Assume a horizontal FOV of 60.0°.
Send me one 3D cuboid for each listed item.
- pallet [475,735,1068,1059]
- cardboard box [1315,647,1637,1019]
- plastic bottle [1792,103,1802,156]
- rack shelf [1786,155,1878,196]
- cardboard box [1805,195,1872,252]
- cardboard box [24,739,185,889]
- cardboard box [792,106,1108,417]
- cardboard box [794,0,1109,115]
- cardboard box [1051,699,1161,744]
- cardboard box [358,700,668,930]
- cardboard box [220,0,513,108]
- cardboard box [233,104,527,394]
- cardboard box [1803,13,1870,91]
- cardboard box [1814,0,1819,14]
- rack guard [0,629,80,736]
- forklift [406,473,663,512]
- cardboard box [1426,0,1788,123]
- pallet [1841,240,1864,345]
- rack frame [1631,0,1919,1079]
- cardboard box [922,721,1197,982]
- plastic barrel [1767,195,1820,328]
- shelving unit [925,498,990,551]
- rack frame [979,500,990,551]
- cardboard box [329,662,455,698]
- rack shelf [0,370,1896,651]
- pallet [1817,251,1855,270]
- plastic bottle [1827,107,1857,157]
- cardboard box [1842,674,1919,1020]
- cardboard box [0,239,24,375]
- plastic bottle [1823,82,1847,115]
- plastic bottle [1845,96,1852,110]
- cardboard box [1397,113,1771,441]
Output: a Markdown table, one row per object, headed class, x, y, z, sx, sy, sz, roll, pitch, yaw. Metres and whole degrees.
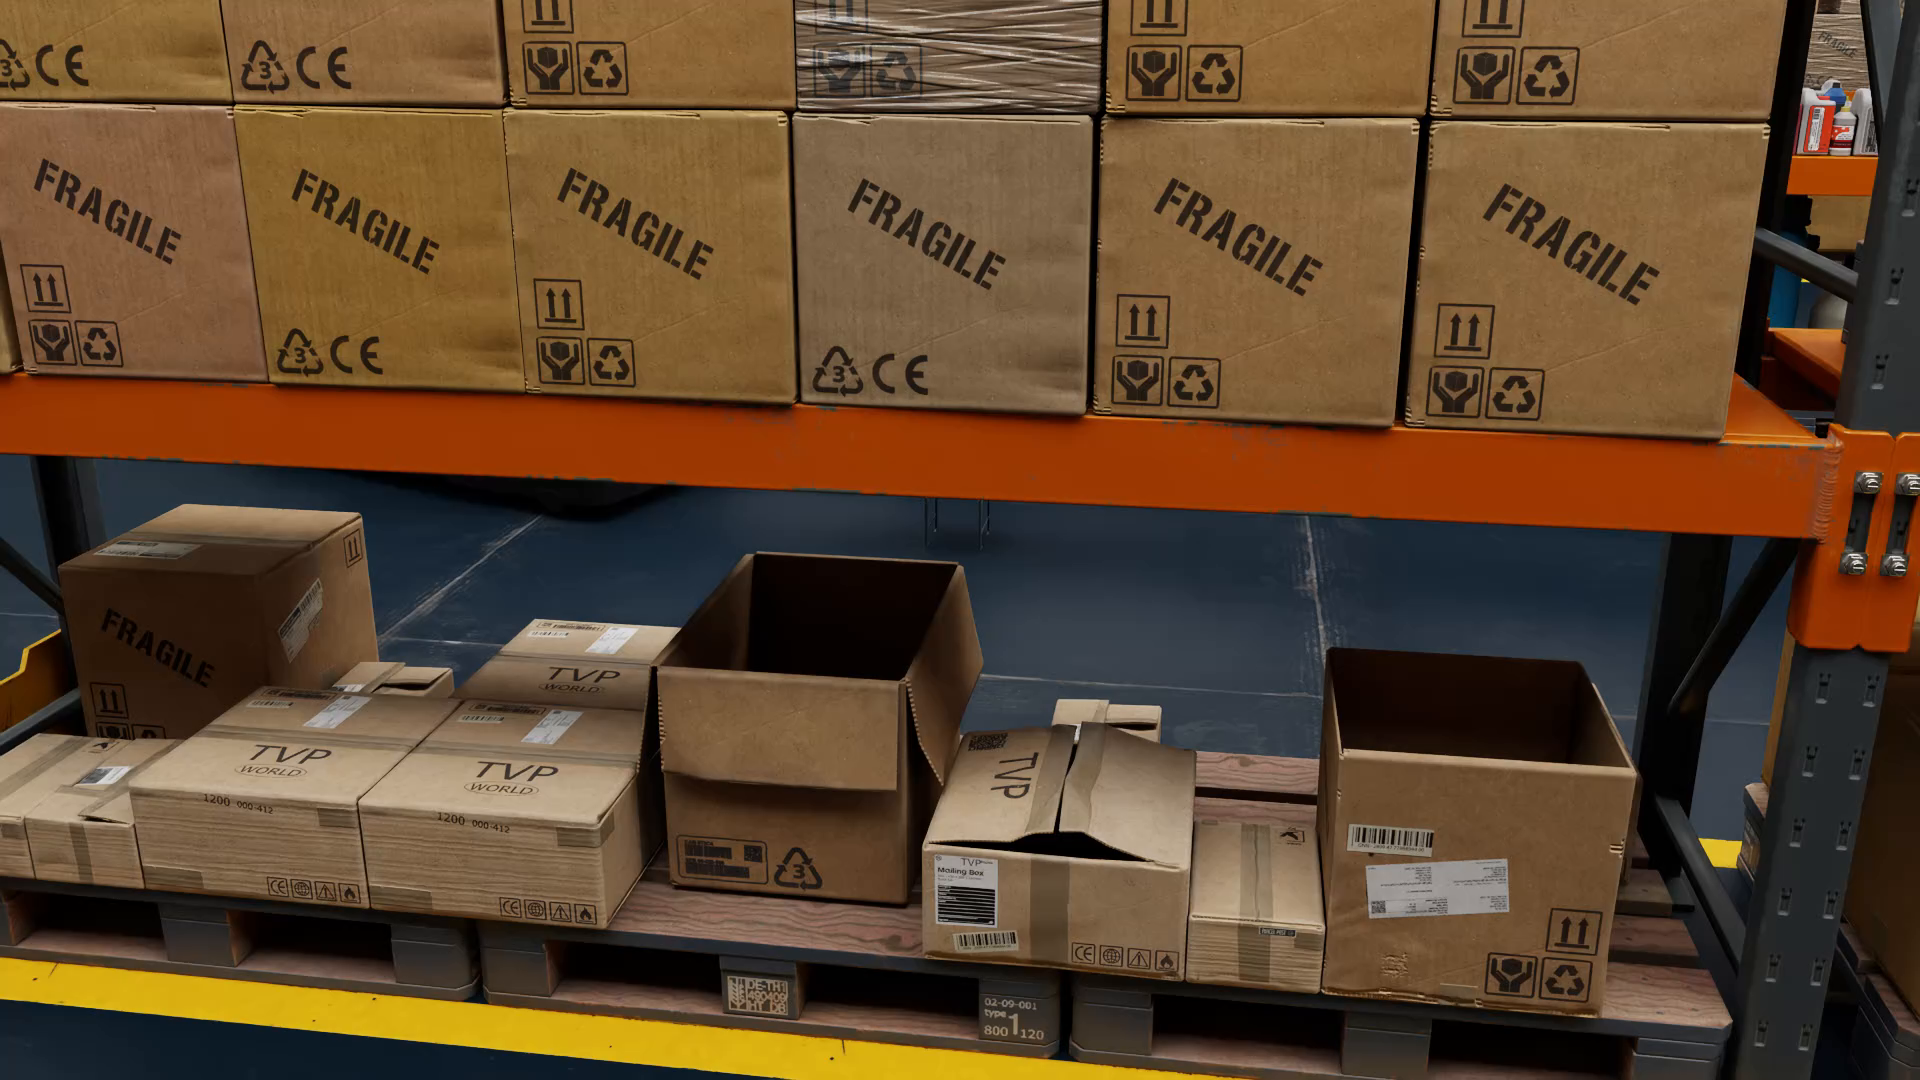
| class | x | y | z | sx | sy | sz | roll | pitch | yaw |
| --- | --- | --- | --- | --- | --- | --- | --- | --- | --- |
| pallet | -0.324 | 0.733 | 3.780 | 1.213 | 0.211 | 1.003 | 3 | 19 | 9 |
| cardboard box | 0.954 | 0.543 | 3.199 | 0.500 | 0.500 | 0.500 | 3 | 19 | 9 |
| plastic bottle | 3.523 | -1.793 | 7.119 | 0.133 | 0.283 | 0.061 | 3 | 19 | 9 |
| rack shelf | 4.326 | -1.604 | 7.502 | 4.000 | 0.370 | 1.077 | 3 | 19 | 9 |
| cardboard box | 6.408 | -2.629 | 12.119 | 0.875 | 0.875 | 1.225 | 2 | 19 | 6 |
| cardboard box | -1.782 | 0.581 | 3.611 | 0.250 | 0.166 | 0.380 | 3 | 19 | 9 |
| cardboard box | 0.011 | -0.537 | 3.022 | 0.500 | 0.500 | 0.500 | 3 | 19 | 10 |
| cardboard box | 0.018 | -1.010 | 2.861 | 0.500 | 0.500 | 0.500 | 3 | 19 | 9 |
| cardboard box | 0.326 | 0.512 | 3.818 | 0.250 | 0.166 | 0.380 | 3 | 19 | 9 |
| cardboard box | -0.908 | 0.567 | 3.522 | 0.500 | 0.250 | 0.500 | 3 | 19 | 9 |
| cardboard box | -0.981 | -1.061 | 3.014 | 0.500 | 0.500 | 0.500 | 3 | 19 | 9 |
| cardboard box | -0.986 | -0.587 | 3.173 | 0.500 | 0.500 | 0.500 | 3 | 19 | 8 |
| cardboard box | 6.068 | -3.417 | 11.632 | 0.500 | 0.500 | 0.500 | 3 | 19 | 8 |
| cardboard box | 5.724 | -3.995 | 11.776 | 0.637 | 0.503 | 0.797 | 3 | 19 | 10 |
| rack guard | -2.312 | 0.494 | 4.039 | 0.348 | 0.500 | 1.175 | 3 | 19 | 9 |
| forklift | -2.427 | -1.828 | 7.149 | 3.031 | 2.935 | 1.130 | 11 | 21 | 29 |
| cardboard box | 1.022 | -0.960 | 2.711 | 0.500 | 0.500 | 0.500 | 3 | 19 | 9 |
| pallet | 2.334 | -0.328 | 2.860 | 1.213 | 0.211 | 1.003 | 3 | 19 | 9 |
| rack frame | 1.562 | -0.494 | 3.052 | 0.127 | 3.000 | 1.000 | 3 | 19 | 9 |
| cardboard box | 0.214 | 0.595 | 3.341 | 0.500 | 0.311 | 0.500 | 3 | 19 | 9 |
| plastic barrel | 3.585 | -1.181 | 7.751 | 0.708 | 0.901 | 0.600 | 3 | 19 | 9 |
| shelving unit | -0.008 | -0.427 | 6.162 | 0.210 | 0.900 | 0.258 | 3 | 19 | 9 |
| rack frame | 0.092 | -0.422 | 6.146 | 0.006 | 0.900 | 0.240 | 3 | 19 | 9 |
| cardboard box | -1.426 | 0.439 | 4.037 | 0.250 | 0.166 | 0.380 | 3 | 19 | 9 |
| rack shelf | -0.413 | -0.253 | 3.467 | 4.000 | 0.370 | 1.077 | 3 | 19 | 9 |
| pallet | 6.320 | -2.137 | 12.357 | 1.213 | 0.211 | 1.003 | 3 | 19 | 9 |
| plastic bottle | 3.772 | -1.748 | 7.112 | 0.097 | 0.201 | 0.097 | 0 | 18 | 0 |
| cardboard box | 2.001 | 0.584 | 3.078 | 0.500 | 0.500 | 0.500 | 2 | 19 | 6 |
| cardboard box | -1.991 | -0.638 | 3.324 | 0.500 | 0.500 | 0.500 | 3 | 19 | 10 |
| plastic bottle | 4.011 | -1.964 | 7.647 | 0.097 | 0.271 | 0.097 | 0 | 18 | 0 |
| plastic bottle | 4.131 | -1.973 | 7.786 | 0.097 | 0.201 | 0.097 | 0 | 18 | 0 |
| cardboard box | 1.028 | -0.486 | 2.871 | 0.500 | 0.500 | 0.500 | 3 | 19 | 10 |
